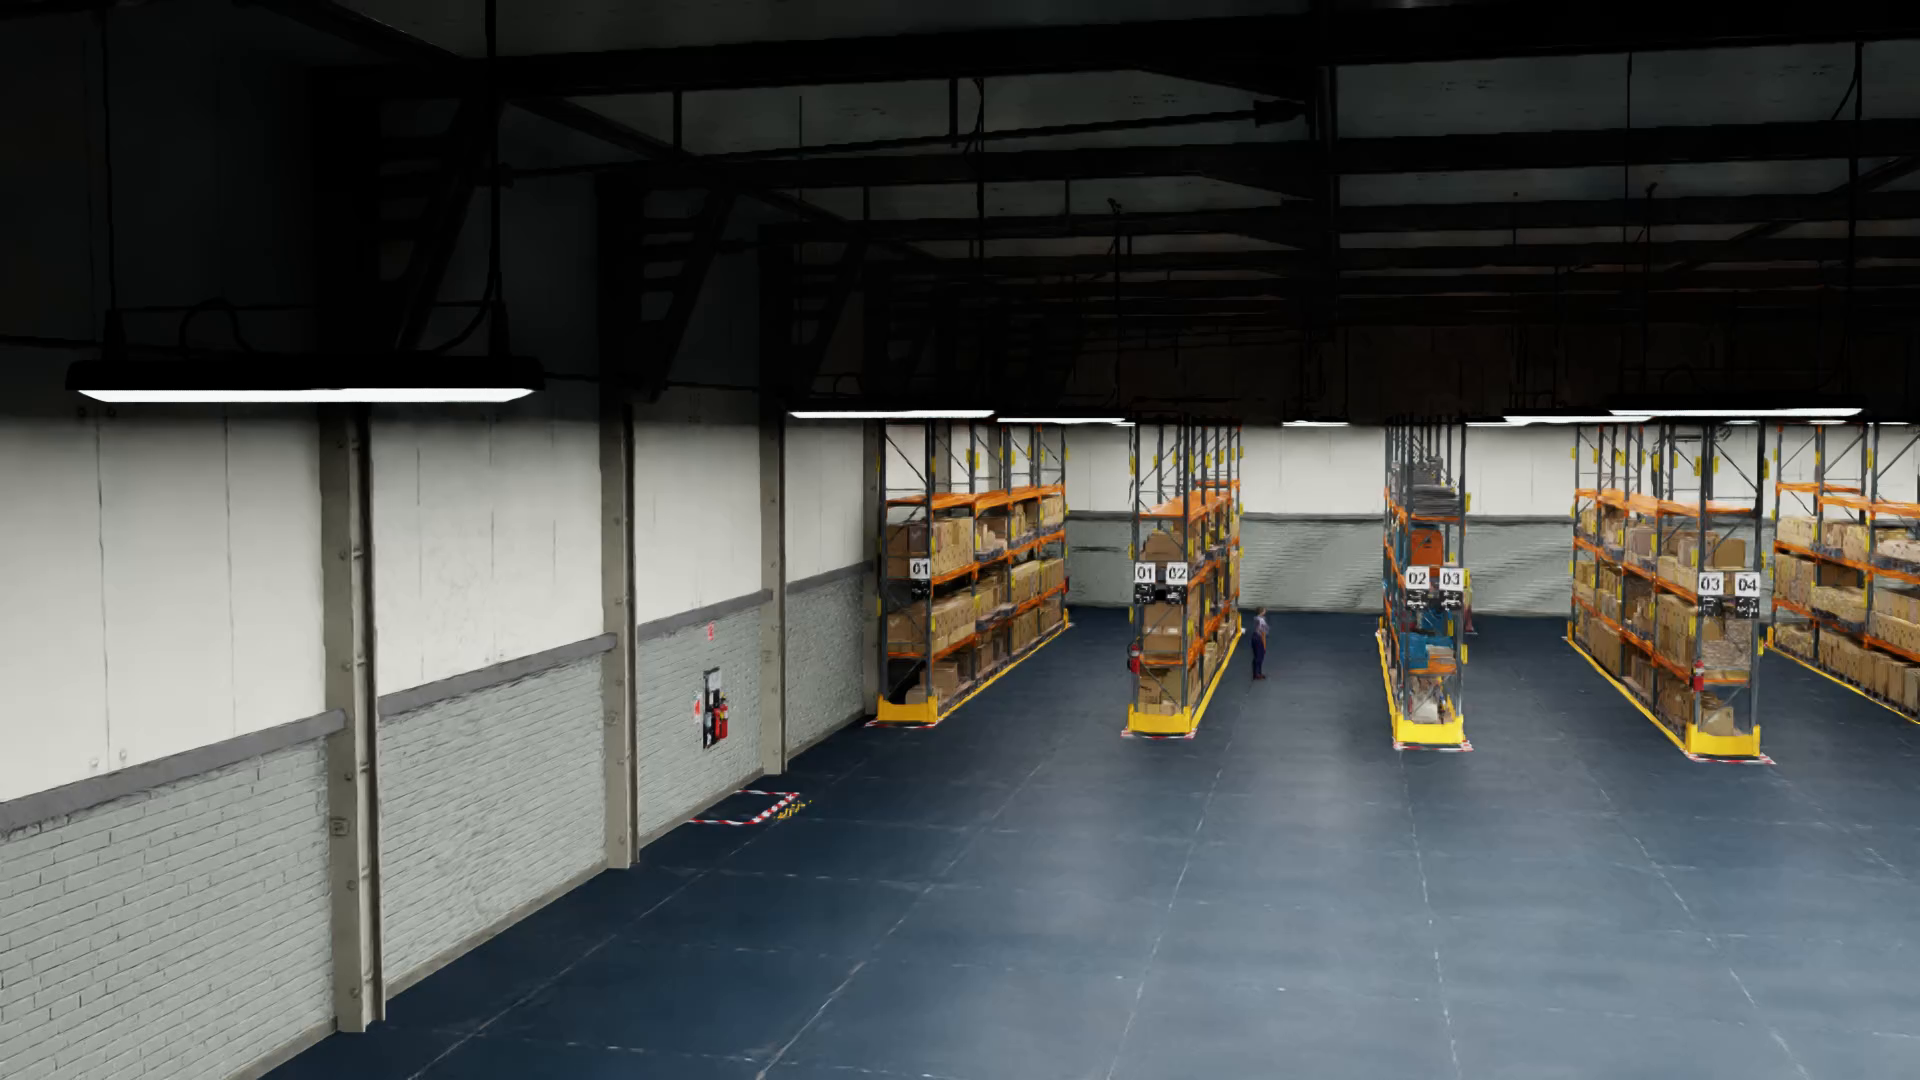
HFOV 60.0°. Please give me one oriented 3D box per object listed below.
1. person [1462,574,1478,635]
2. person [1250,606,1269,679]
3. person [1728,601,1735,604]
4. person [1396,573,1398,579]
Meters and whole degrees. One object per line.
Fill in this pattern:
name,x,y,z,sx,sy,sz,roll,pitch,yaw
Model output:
person,13.985,1.777,45.904,0.464,1.674,0.571,3,5,37
person,6.847,2.321,37.937,0.386,1.647,0.596,-1,4,-10
person,21.088,1.874,45.317,0.440,1.542,0.848,2,4,30
person,12.969,1.507,49.274,0.751,1.774,0.500,-3,5,-36
